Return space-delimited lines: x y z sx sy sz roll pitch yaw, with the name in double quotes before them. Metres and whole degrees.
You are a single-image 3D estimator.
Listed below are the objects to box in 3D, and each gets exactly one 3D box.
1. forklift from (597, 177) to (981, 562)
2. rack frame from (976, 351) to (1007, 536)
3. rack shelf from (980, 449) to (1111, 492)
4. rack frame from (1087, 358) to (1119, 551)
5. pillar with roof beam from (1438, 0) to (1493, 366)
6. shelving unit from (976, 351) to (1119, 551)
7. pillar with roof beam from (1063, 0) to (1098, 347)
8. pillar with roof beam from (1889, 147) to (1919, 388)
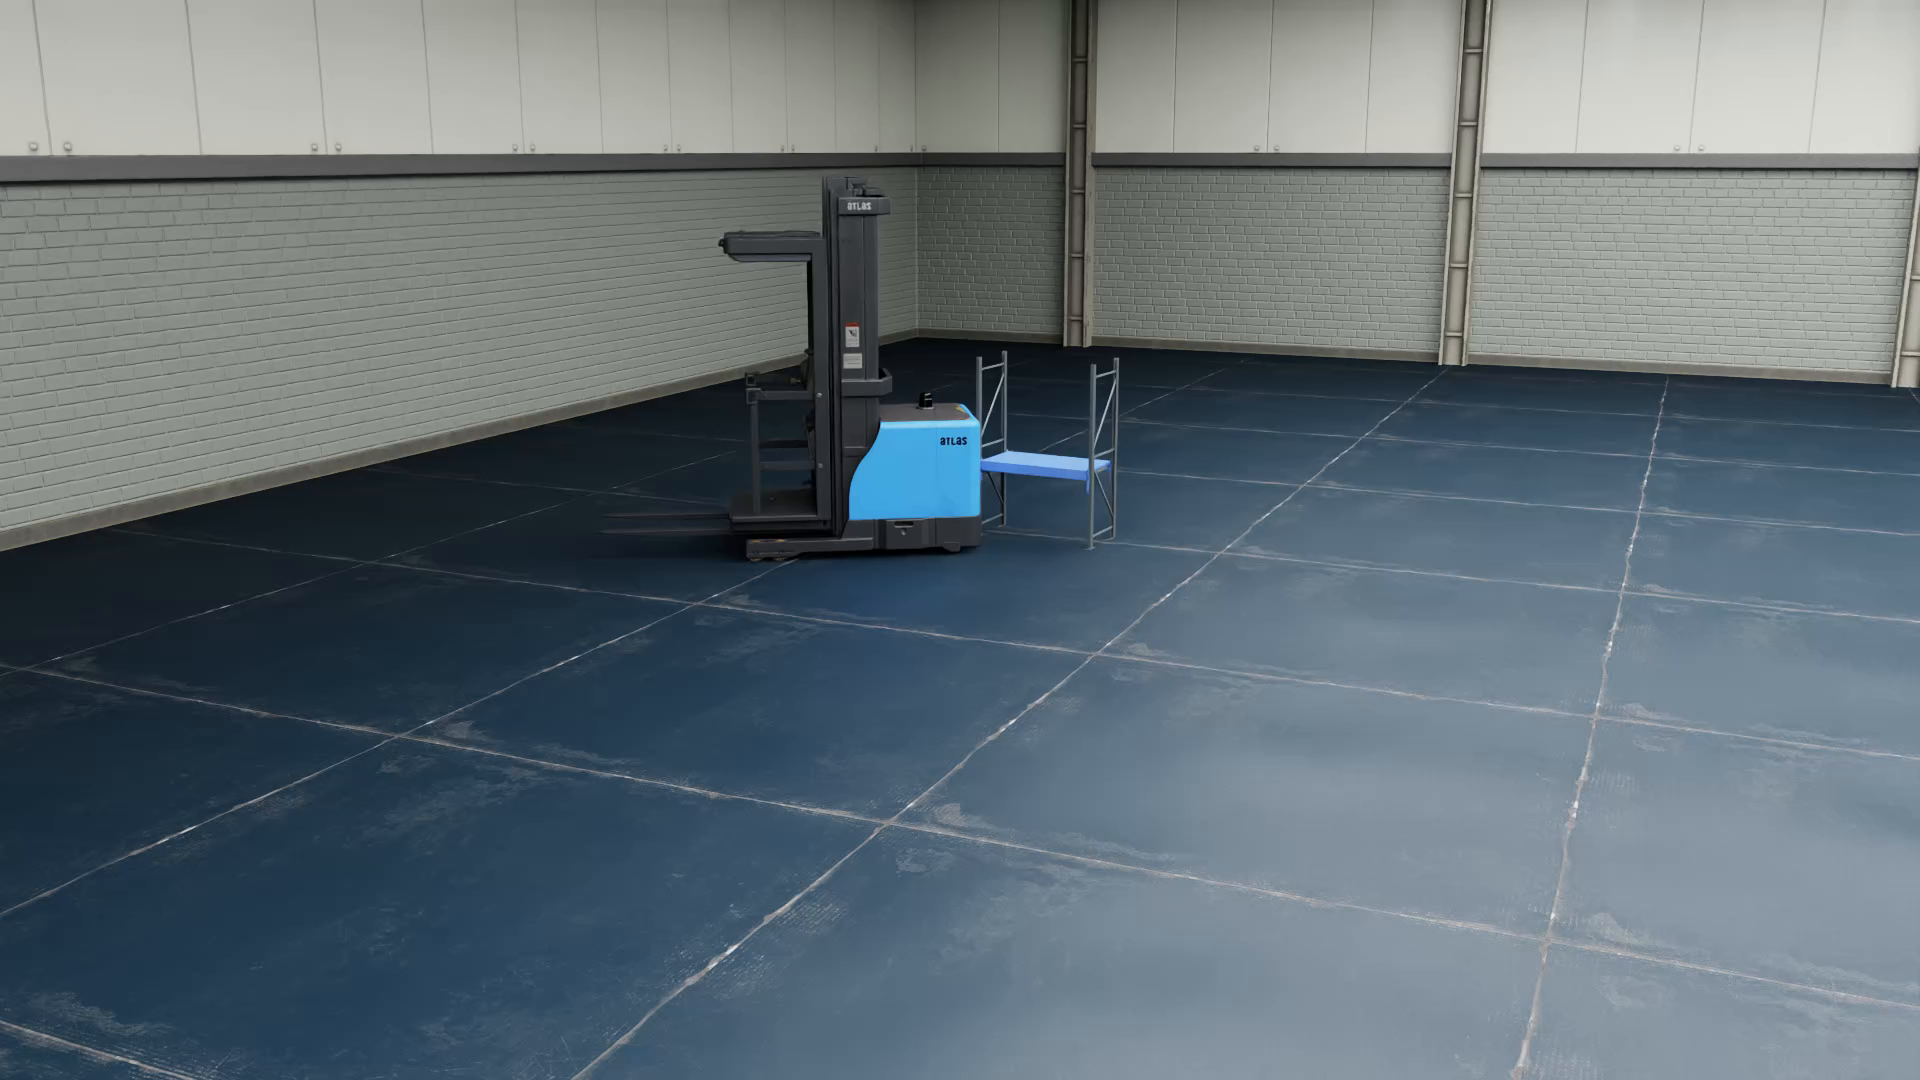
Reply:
"forklift" -1.386 -1.386 13.246 3.031 2.935 1.130 -2 13 -7
"rack frame" 0.263 -0.806 13.906 0.032 1.500 0.500 7 15 28
"rack shelf" 0.710 -0.575 13.711 1.000 0.185 0.538 7 15 28
"rack frame" 1.157 -0.695 13.434 0.032 1.500 0.500 7 15 28
"pillar with roof beam" 5.680 -6.130 20.182 0.400 9.000 9.100 6 14 23
"shelving unit" 0.710 -0.750 13.670 1.048 1.500 0.538 7 15 28
"pillar with roof beam" 0.194 -6.686 22.548 0.400 9.000 9.100 6 14 23
"pillar with roof beam" 11.166 -5.575 17.816 0.400 9.000 9.100 6 14 23
